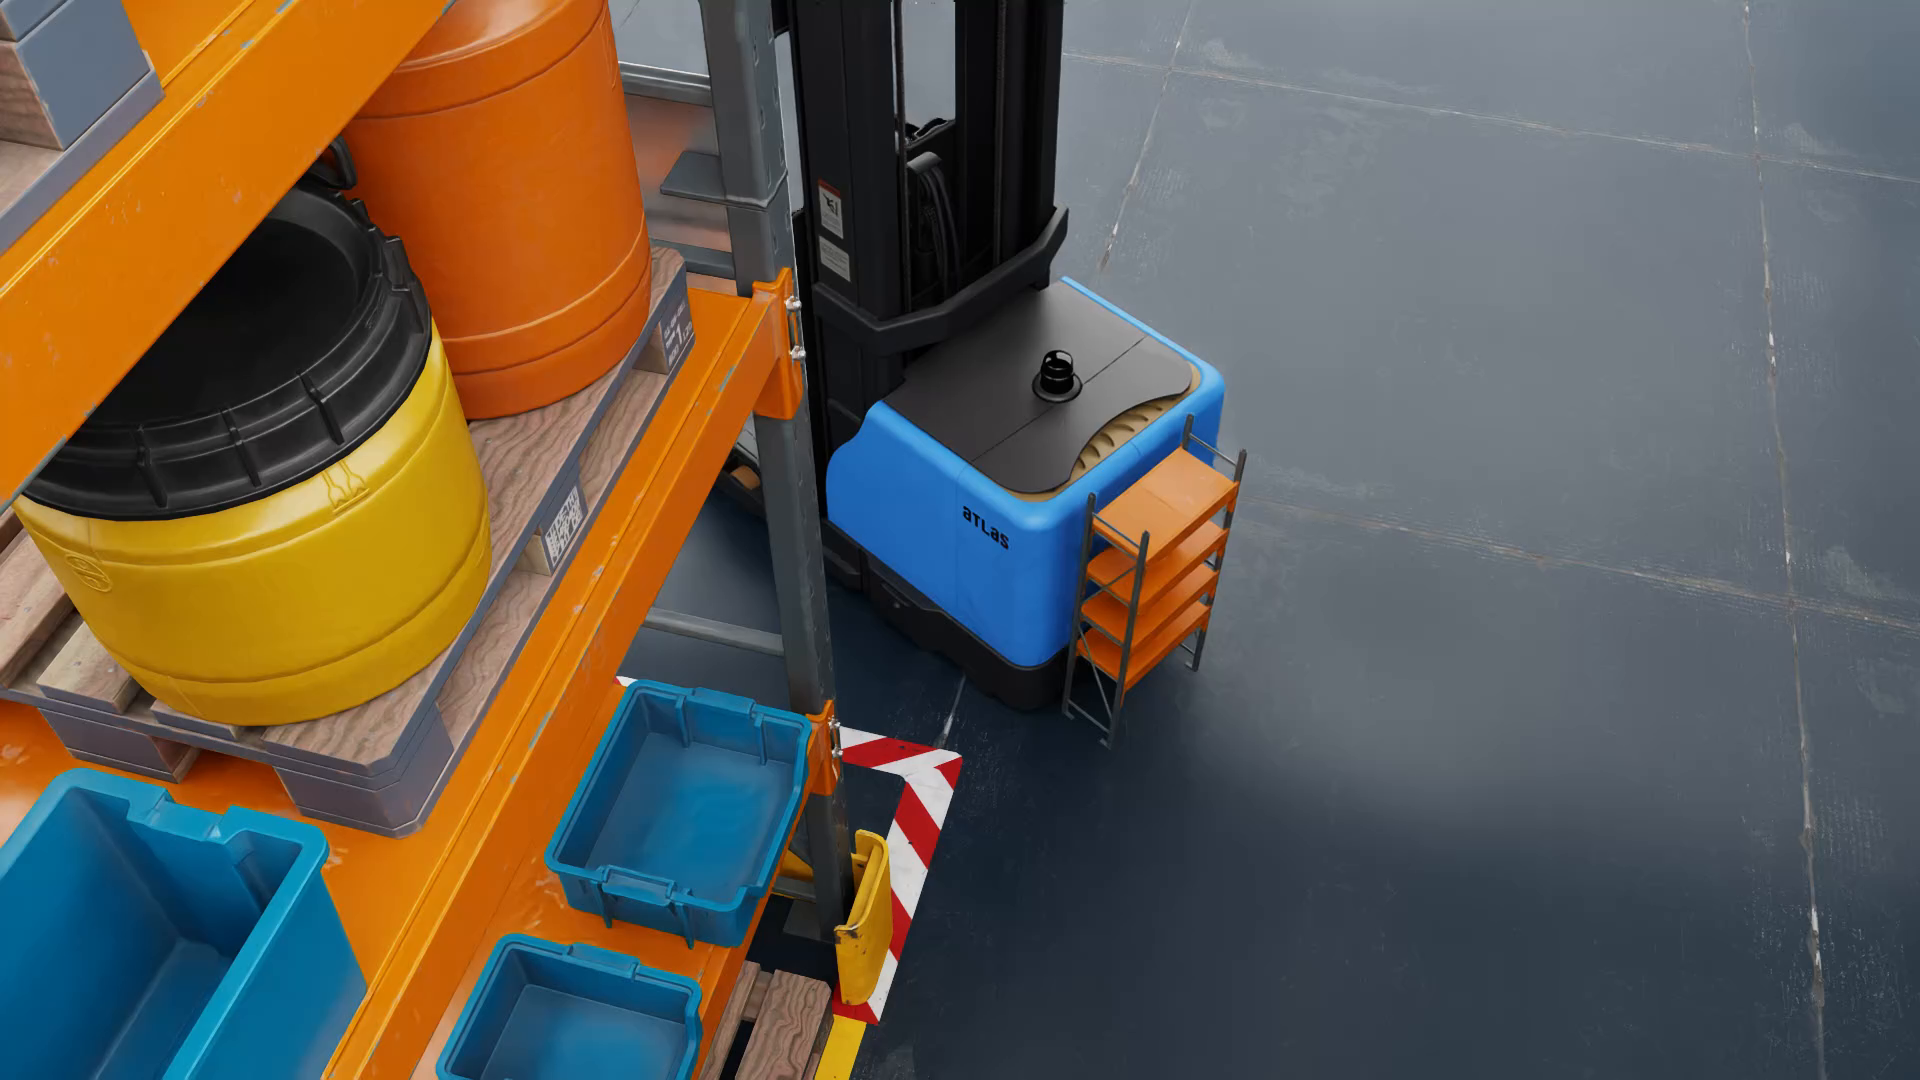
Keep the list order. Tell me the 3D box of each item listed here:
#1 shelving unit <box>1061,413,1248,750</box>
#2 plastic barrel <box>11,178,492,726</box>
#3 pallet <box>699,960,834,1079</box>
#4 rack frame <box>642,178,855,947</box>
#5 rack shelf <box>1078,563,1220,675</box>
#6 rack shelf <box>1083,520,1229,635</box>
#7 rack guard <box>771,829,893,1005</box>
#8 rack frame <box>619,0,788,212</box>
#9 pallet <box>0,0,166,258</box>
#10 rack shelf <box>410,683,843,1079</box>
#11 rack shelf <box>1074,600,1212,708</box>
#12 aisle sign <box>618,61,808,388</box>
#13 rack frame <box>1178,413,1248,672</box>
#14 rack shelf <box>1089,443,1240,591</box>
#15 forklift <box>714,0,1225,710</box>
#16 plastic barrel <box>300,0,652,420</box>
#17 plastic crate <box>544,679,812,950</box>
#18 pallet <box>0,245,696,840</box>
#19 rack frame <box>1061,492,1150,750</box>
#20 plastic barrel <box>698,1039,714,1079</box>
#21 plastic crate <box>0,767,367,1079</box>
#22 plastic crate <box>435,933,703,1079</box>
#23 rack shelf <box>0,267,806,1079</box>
[{"bbox_3d":[0.646,0.172,5.711,0.258,1.200,0.503,37,58,26],"label":"shelving unit"},{"bbox_3d":[-1.018,-0.132,2.379,0.600,0.588,0.600,0,49,0],"label":"plastic barrel"},{"bbox_3d":[-1.034,1.786,4.952,1.003,0.211,1.213,12,50,10],"label":"pallet"},{"bbox_3d":[-0.841,0.212,4.481,1.000,3.000,0.127,12,50,10],"label":"rack frame"},{"bbox_3d":[0.644,0.216,5.762,0.258,0.148,0.480,37,58,26],"label":"rack shelf"},{"bbox_3d":[0.650,0.072,5.591,0.258,0.148,0.480,37,58,26],"label":"rack shelf"},{"bbox_3d":[-0.815,1.103,5.362,1.175,0.500,0.348,12,50,10],"label":"rack guard"},{"bbox_3d":[-0.841,-1.773,2.232,1.000,3.000,0.127,12,50,10],"label":"rack frame"},{"bbox_3d":[-1.384,-0.172,1.211,1.003,0.211,1.213,12,50,10],"label":"pallet"},{"bbox_3d":[-1.367,1.897,3.474,1.077,0.370,4.000,12,50,10],"label":"rack shelf"},{"bbox_3d":[0.640,0.343,5.914,0.258,0.148,0.480,37,58,26],"label":"rack shelf"},{"bbox_3d":[-0.535,-0.642,3.501,0.394,0.787,0.004,12,50,10],"label":"aisle sign"},{"bbox_3d":[0.815,0.040,5.827,0.240,1.200,0.015,37,58,26],"label":"rack frame"},{"bbox_3d":[0.655,-0.081,5.410,0.258,0.148,0.480,37,58,26],"label":"rack shelf"},{"bbox_3d":[-0.460,-1.354,5.909,1.130,2.935,3.031,-37,58,-28],"label":"forklift"},{"bbox_3d":[-0.846,-0.685,2.706,0.600,0.830,0.708,12,50,10],"label":"plastic barrel"},{"bbox_3d":[-0.684,0.682,4.165,0.499,0.251,0.616,12,50,10],"label":"plastic crate"},{"bbox_3d":[-1.153,-0.139,2.916,1.003,0.211,1.213,12,50,10],"label":"pallet"},{"bbox_3d":[0.477,0.304,5.594,0.240,1.200,0.015,37,58,26],"label":"rack frame"},{"bbox_3d":[-0.940,1.387,4.823,0.421,0.512,0.421,0,49,0],"label":"plastic barrel"},{"bbox_3d":[-1.052,0.663,2.093,0.392,0.384,0.575,12,50,10],"label":"plastic crate"},{"bbox_3d":[-0.860,1.151,3.752,0.499,0.251,0.408,12,50,10],"label":"plastic crate"},{"bbox_3d":[-1.367,0.904,2.349,1.077,0.370,4.000,12,50,10],"label":"rack shelf"}]
